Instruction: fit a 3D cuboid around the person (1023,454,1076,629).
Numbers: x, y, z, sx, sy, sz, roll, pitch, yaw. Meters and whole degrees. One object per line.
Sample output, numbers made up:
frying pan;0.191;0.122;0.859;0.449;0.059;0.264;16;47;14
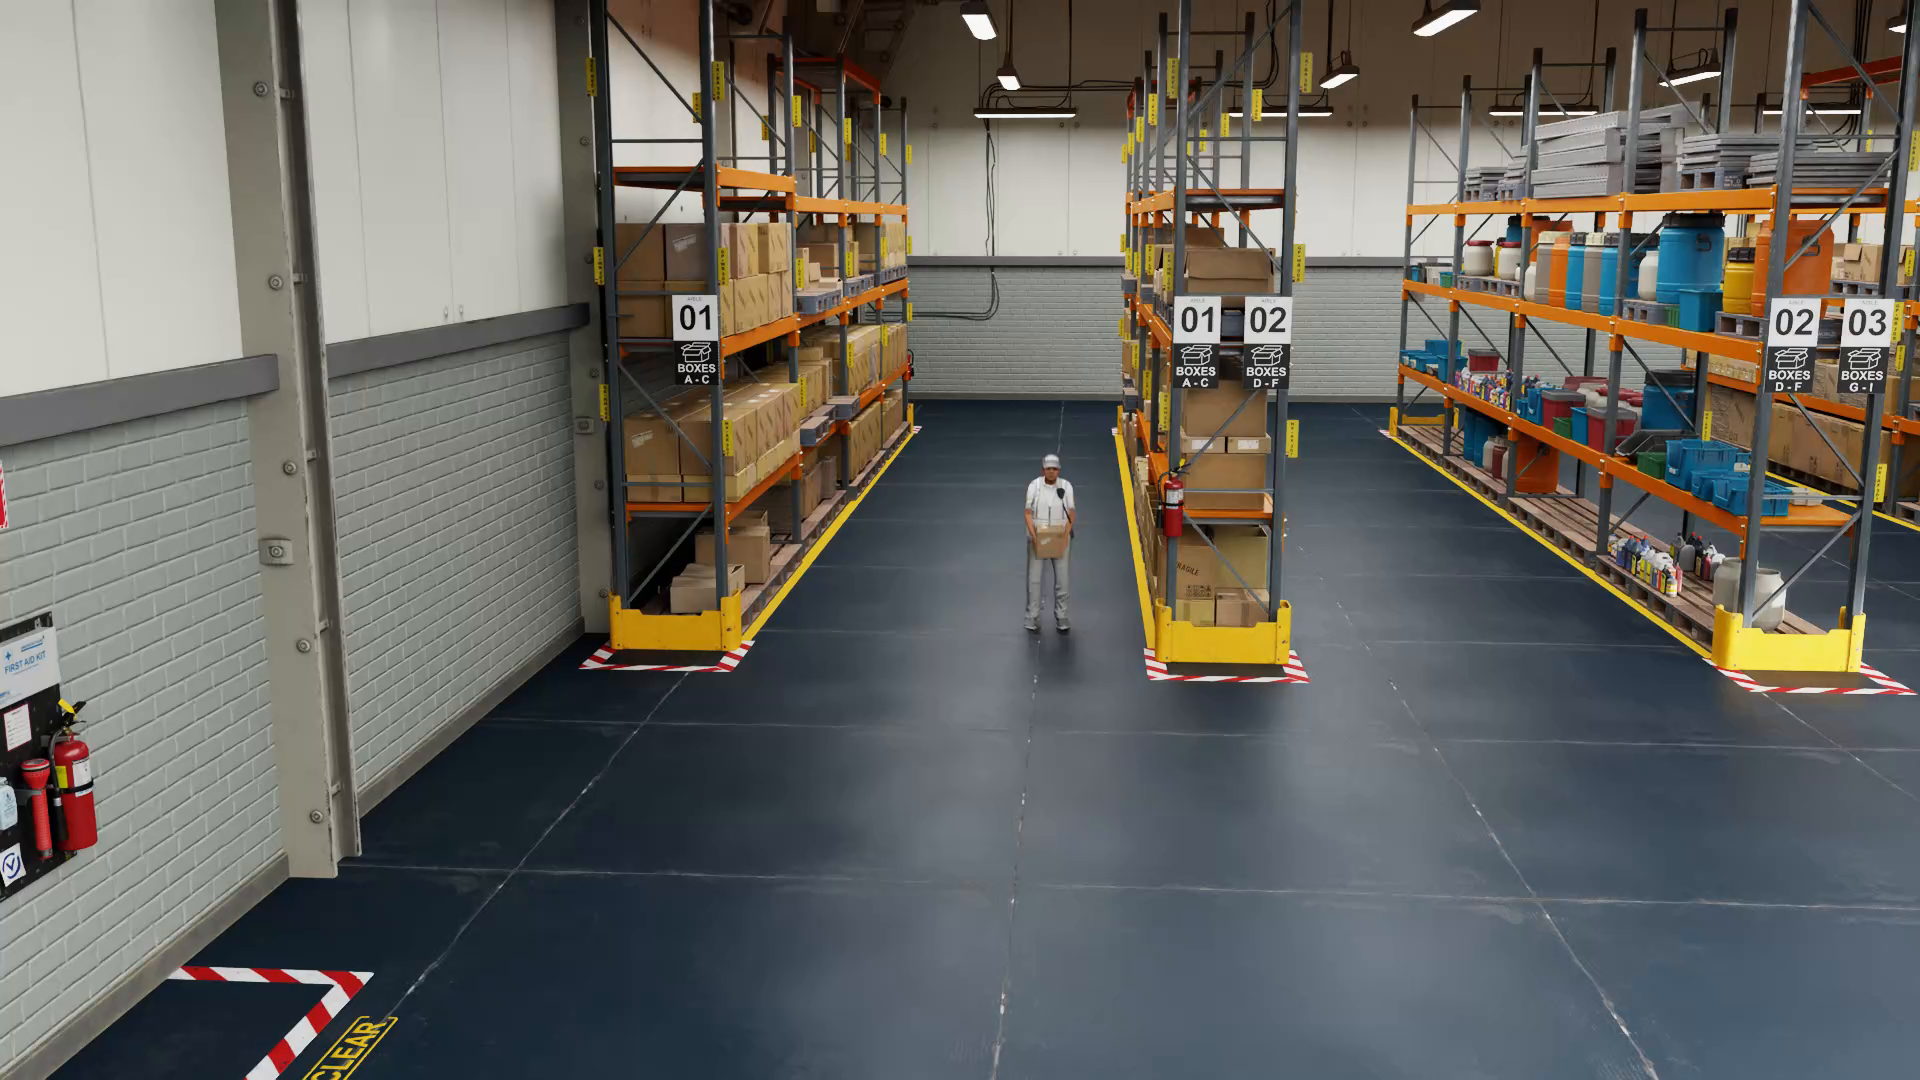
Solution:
person;0.852;0.013;15.834;0.493;1.671;0.491;0;11;2
